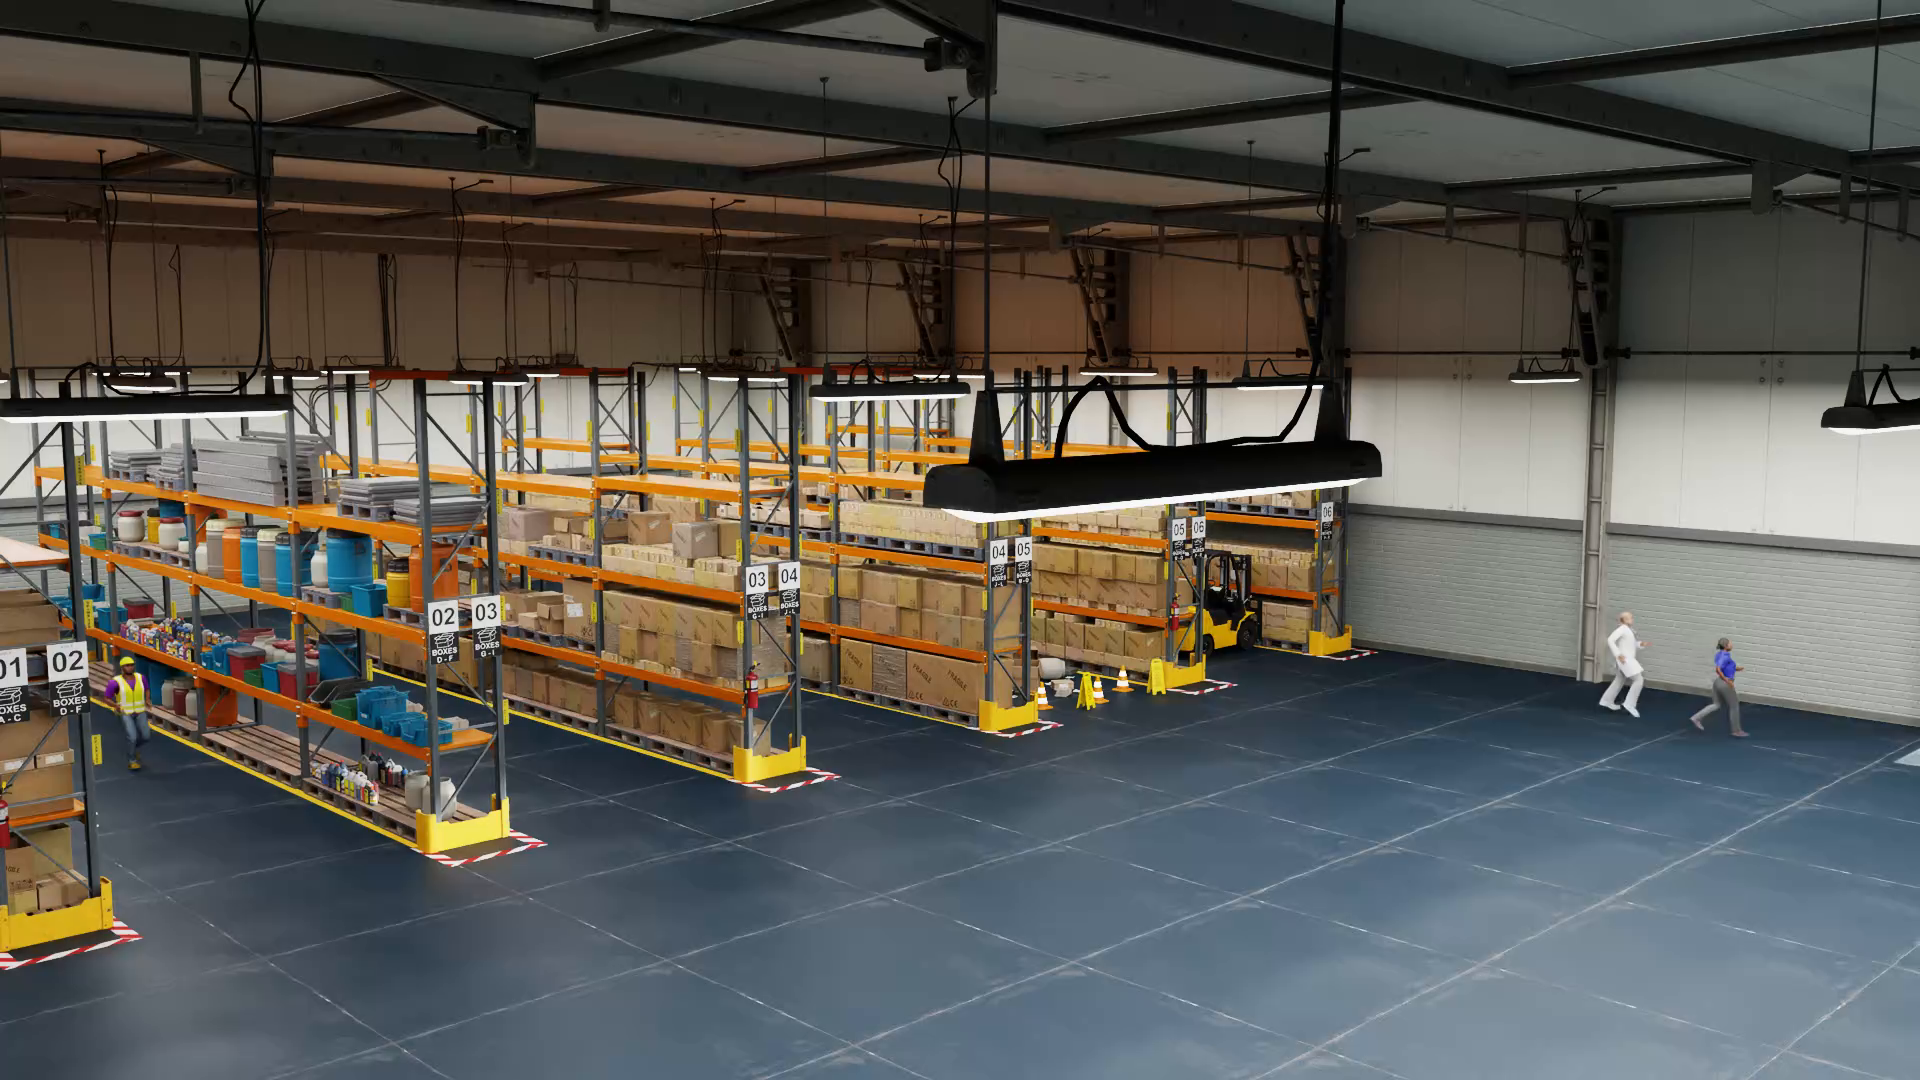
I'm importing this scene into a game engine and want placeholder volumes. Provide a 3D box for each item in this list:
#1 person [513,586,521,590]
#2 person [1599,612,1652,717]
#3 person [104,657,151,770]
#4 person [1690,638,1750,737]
[{"bbox_3d":[-9.104,1.729,34.009,0.803,1.573,0.556,6,9,42],"label":"person"},{"bbox_3d":[11.649,2.171,29.112,0.825,1.842,0.668,3,7,23],"label":"person"},{"bbox_3d":[-12.596,2.627,25.276,0.568,1.718,0.696,6,9,42],"label":"person"},{"bbox_3d":[12.559,2.413,27.362,0.911,1.634,0.581,0,6,4],"label":"person"}]
